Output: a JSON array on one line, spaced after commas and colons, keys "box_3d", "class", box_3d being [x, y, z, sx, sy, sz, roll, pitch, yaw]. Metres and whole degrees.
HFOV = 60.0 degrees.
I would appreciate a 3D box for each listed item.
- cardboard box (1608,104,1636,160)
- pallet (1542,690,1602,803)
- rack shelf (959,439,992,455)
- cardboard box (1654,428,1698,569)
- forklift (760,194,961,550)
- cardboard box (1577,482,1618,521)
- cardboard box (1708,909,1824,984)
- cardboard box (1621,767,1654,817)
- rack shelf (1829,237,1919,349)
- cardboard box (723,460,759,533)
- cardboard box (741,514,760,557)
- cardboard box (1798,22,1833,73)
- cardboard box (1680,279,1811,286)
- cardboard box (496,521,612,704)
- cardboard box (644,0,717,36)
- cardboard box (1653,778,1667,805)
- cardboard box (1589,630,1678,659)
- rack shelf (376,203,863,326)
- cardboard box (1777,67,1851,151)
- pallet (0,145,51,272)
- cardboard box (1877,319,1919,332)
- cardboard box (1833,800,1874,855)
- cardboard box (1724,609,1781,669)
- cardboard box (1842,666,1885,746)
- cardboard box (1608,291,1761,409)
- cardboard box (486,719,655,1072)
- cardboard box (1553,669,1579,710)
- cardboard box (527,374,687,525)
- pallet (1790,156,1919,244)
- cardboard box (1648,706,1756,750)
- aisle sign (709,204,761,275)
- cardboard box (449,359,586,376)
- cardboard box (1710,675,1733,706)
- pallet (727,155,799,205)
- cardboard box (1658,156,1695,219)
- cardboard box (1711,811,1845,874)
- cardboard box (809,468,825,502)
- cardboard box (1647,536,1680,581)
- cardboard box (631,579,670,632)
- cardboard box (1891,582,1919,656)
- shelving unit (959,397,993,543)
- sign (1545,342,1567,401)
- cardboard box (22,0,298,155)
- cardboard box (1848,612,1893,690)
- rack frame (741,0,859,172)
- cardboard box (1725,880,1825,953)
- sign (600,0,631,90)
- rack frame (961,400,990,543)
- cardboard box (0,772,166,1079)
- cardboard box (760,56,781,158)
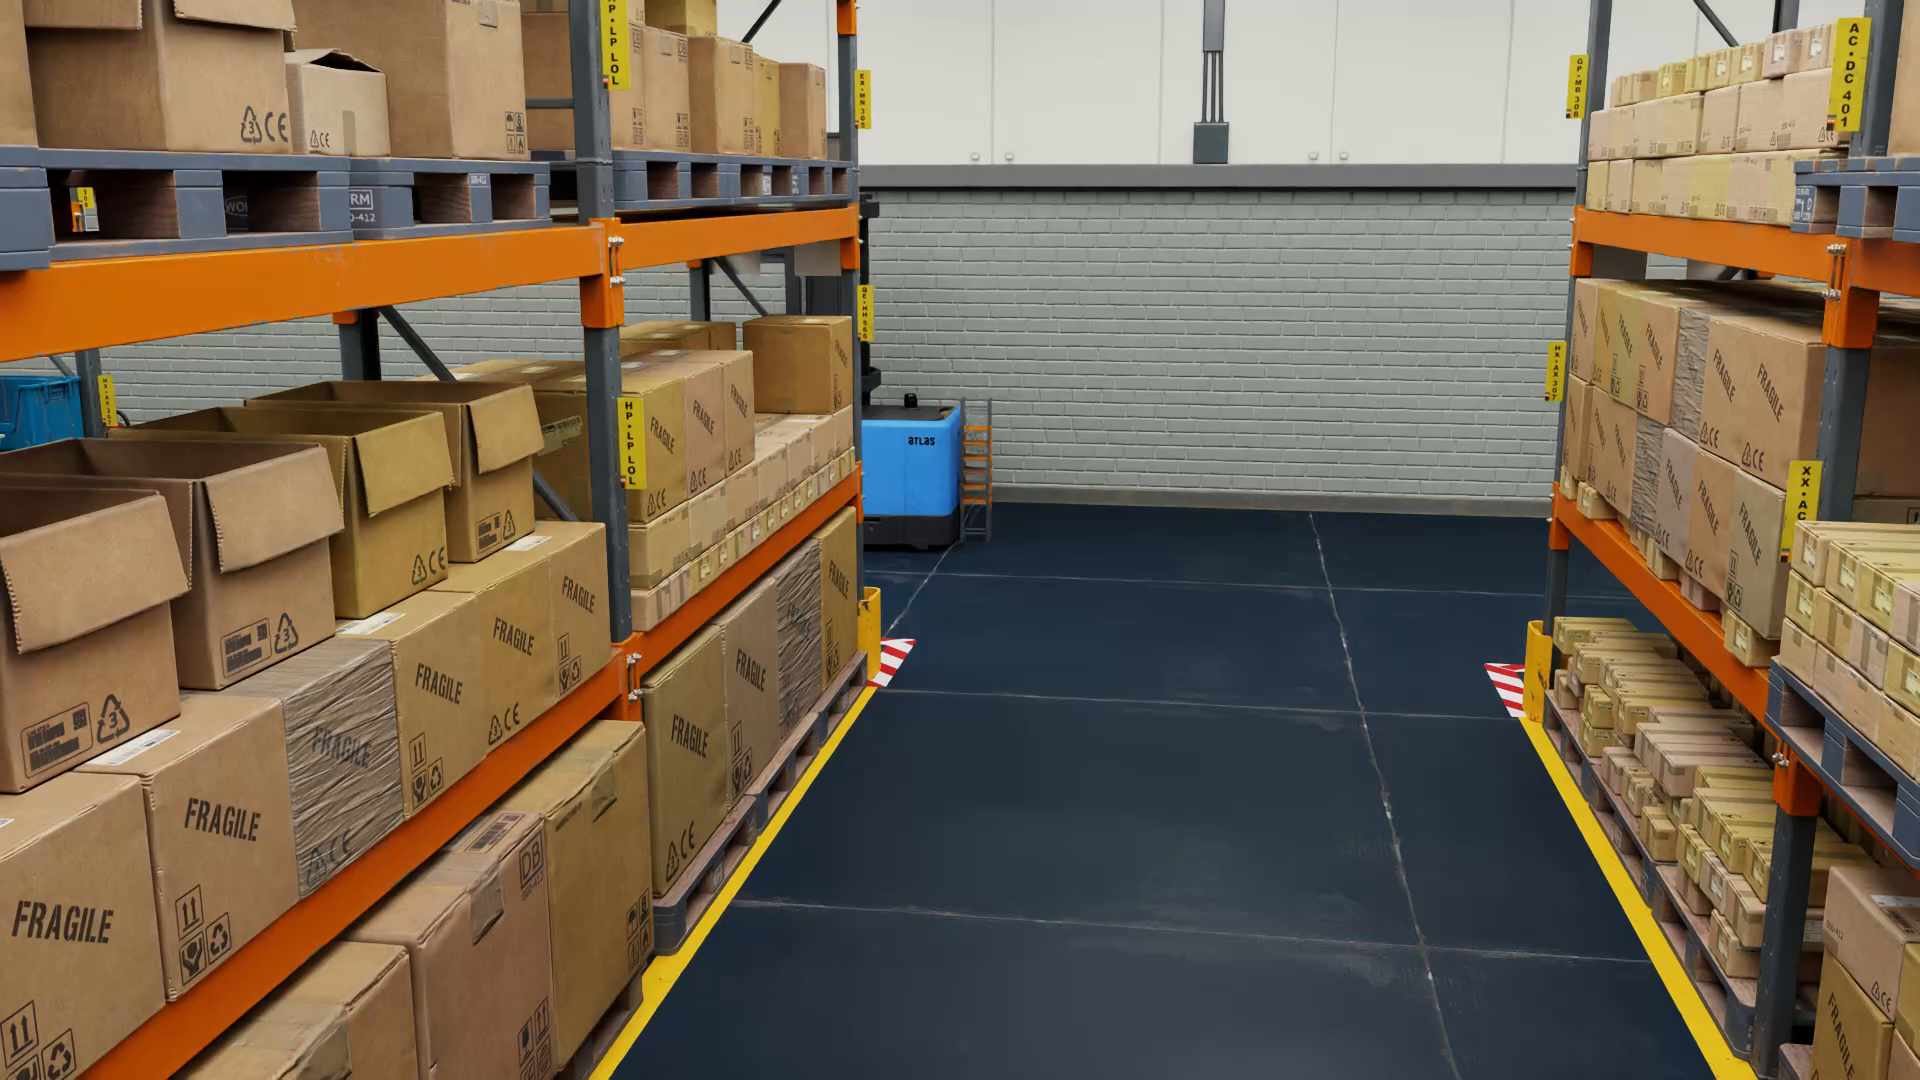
[{"box_3d": [3.393, -1.926, 7.861, 0.500, 0.250, 0.500, 2, 12, 8], "class": "cardboard box"}, {"box_3d": [3.625, 1.066, 8.544, 1.003, 0.211, 1.213, 2, 12, 9], "class": "pallet"}, {"box_3d": [0.133, -0.772, 13.798, 0.258, 0.103, 0.180, 1, 12, 6], "class": "rack shelf"}, {"box_3d": [3.136, -0.164, 6.689, 0.500, 0.500, 0.500, 2, 12, 8], "class": "cardboard box"}, {"box_3d": [-1.515, -1.467, 13.842, 3.031, 2.935, 1.130, 2, 12, 7], "class": "forklift"}, {"box_3d": [3.331, -0.192, 8.362, 0.380, 0.149, 0.250, 2, 12, 7], "class": "cardboard box"}, {"box_3d": [2.905, 1.448, 5.925, 0.380, 0.149, 0.250, 2, 12, 9], "class": "cardboard box"}, {"box_3d": [3.175, 1.129, 7.405, 0.380, 0.149, 0.250, 2, 12, 9], "class": "cardboard box"}, {"box_3d": [2.874, -0.346, 3.067, 1.077, 0.370, 4.000, 2, 12, 9], "class": "rack shelf"}, {"box_3d": [-1.217, -0.202, 7.462, 0.500, 0.250, 0.500, 2, 12, 10], "class": "cardboard box"}, {"box_3d": [-1.131, -0.027, 7.597, 0.380, 0.149, 0.250, 2, 12, 9], "class": "cardboard box"}, {"box_3d": [2.990, -1.610, 5.445, 0.380, 0.149, 0.250, 2, 12, 10], "class": "cardboard box"}, {"box_3d": [3.972, -1.060, 8.476, 0.500, 0.500, 0.500, 2, 12, 7], "class": "cardboard box"}, {"box_3d": [-1.506, 0.228, 5.579, 0.500, 0.500, 0.500, 2, 12, 9], "class": "cardboard box"}, {"box_3d": [-1.409, -2.378, 7.536, 0.500, 0.250, 0.500, 1, 12, 7], "class": "cardboard box"}, {"box_3d": [3.186, 1.048, 7.073, 0.380, 0.149, 0.250, 1, 12, 6], "class": "cardboard box"}, {"box_3d": [3.457, 0.576, 8.557, 0.380, 0.149, 0.250, 2, 12, 10], "class": "cardboard box"}, {"box_3d": [-1.396, -1.361, 7.774, 1.077, 0.370, 4.000, 2, 12, 9], "class": "rack shelf"}, {"box_3d": [3.001, -1.390, 5.370, 0.500, 0.250, 0.500, 1, 12, 6], "class": "cardboard box"}, {"box_3d": [-2.272, -0.507, 2.553, 1.213, 0.211, 1.003, 2, 12, 11], "class": "pallet"}, {"box_3d": [3.557, -0.525, 5.994, 0.500, 0.500, 0.500, 2, 12, 7], "class": "cardboard box"}, {"box_3d": [3.531, 1.075, 6.243, 0.380, 0.149, 0.250, 2, 12, 8], "class": "cardboard box"}, {"box_3d": [2.926, 0.351, 5.842, 0.380, 0.149, 0.250, 2, 12, 7], "class": "cardboard box"}, {"box_3d": [2.587, 0.447, 4.401, 0.380, 0.149, 0.250, 2, 12, 9], "class": "cardboard box"}, {"box_3d": [3.292, -0.866, 7.574, 0.500, 0.500, 0.500, 2, 12, 7], "class": "cardboard box"}, {"box_3d": [-1.782, 1.138, 5.641, 1.225, 0.875, 0.875, 2, 12, 9], "class": "cardboard box"}, {"box_3d": [3.400, 0.807, 8.901, 0.380, 0.149, 0.250, 2, 12, 10], "class": "cardboard box"}, {"box_3d": [-1.377, -0.360, 6.412, 0.500, 0.500, 0.500, 2, 12, 9], "class": "cardboard box"}, {"box_3d": [2.981, -0.897, 4.363, 1.213, 0.211, 1.003, 2, 12, 9], "class": "pallet"}, {"box_3d": [3.254, 0.845, 7.310, 0.380, 0.149, 0.250, 2, 12, 9], "class": "cardboard box"}, {"box_3d": [-1.374, -1.958, 9.787, 0.394, 0.787, 0.004, 2, 12, 9], "class": "aisle sign"}, {"box_3d": [-1.816, -0.477, 6.956, 0.500, 0.500, 0.500, 2, 12, 9], "class": "cardboard box"}, {"box_3d": [3.854, 0.696, 8.003, 0.380, 0.149, 0.250, 1, 12, 6], "class": "cardboard box"}, {"box_3d": [-1.378, -1.676, 7.740, 1.003, 0.211, 1.213, 2, 12, 9], "class": "pallet"}, {"box_3d": [3.233, -1.464, 6.903, 0.500, 0.250, 0.500, 2, 12, 8], "class": "cardboard box"}, {"box_3d": [2.979, 1.113, 6.068, 0.380, 0.149, 0.250, 2, 12, 9], "class": "cardboard box"}, {"box_3d": [-0.935, -0.296, 8.843, 0.380, 0.149, 0.250, 2, 12, 10], "class": "cardboard box"}, {"box_3d": [3.164, 0.080, 7.098, 0.380, 0.149, 0.250, 2, 12, 10], "class": "cardboard box"}, {"box_3d": [-1.330, 0.242, 6.345, 0.380, 0.149, 0.250, 2, 12, 9], "class": "cardboard box"}, {"box_3d": [2.547, 0.209, 4.089, 0.380, 0.149, 0.250, 2, 12, 8], "class": "cardboard box"}, {"box_3d": [0.133, -0.580, 13.839, 0.258, 1.200, 0.189, 1, 12, 6], "class": "shelving unit"}, {"box_3d": [3.261, -0.921, 9.093, 0.100, 0.325, 0.005, 2, 12, 9], "class": "sign"}, {"box_3d": [-2.026, -1.145, 3.824, 0.797, 0.503, 0.637, 2, 12, 8], "class": "cardboard box"}, {"box_3d": [2.589, 0.299, 4.379, 0.380, 0.149, 0.250, 2, 12, 10], "class": "cardboard box"}, {"box_3d": [-1.089, -3.595, 9.314, 1.000, 3.000, 0.127, 2, 12, 9], "class": "rack frame"}, {"box_3d": [2.916, 1.319, 5.816, 0.380, 0.149, 0.250, 2, 12, 10], "class": "cardboard box"}, {"box_3d": [-1.166, -1.687, 5.607, 0.100, 0.325, 0.005, 2, 12, 9], "class": "sign"}, {"box_3d": [0.124, -0.561, 13.750, 0.240, 1.200, 0.006, 1, 12, 6], "class": "rack frame"}, {"box_3d": [-1.898, 0.754, 3.135, 0.500, 0.500, 0.500, 2, 12, 7], "class": "cardboard box"}, {"box_3d": [-1.321, -2.208, 8.529, 0.700, 0.500, 0.500, 1, 12, 7], "class": "cardboard box"}]
